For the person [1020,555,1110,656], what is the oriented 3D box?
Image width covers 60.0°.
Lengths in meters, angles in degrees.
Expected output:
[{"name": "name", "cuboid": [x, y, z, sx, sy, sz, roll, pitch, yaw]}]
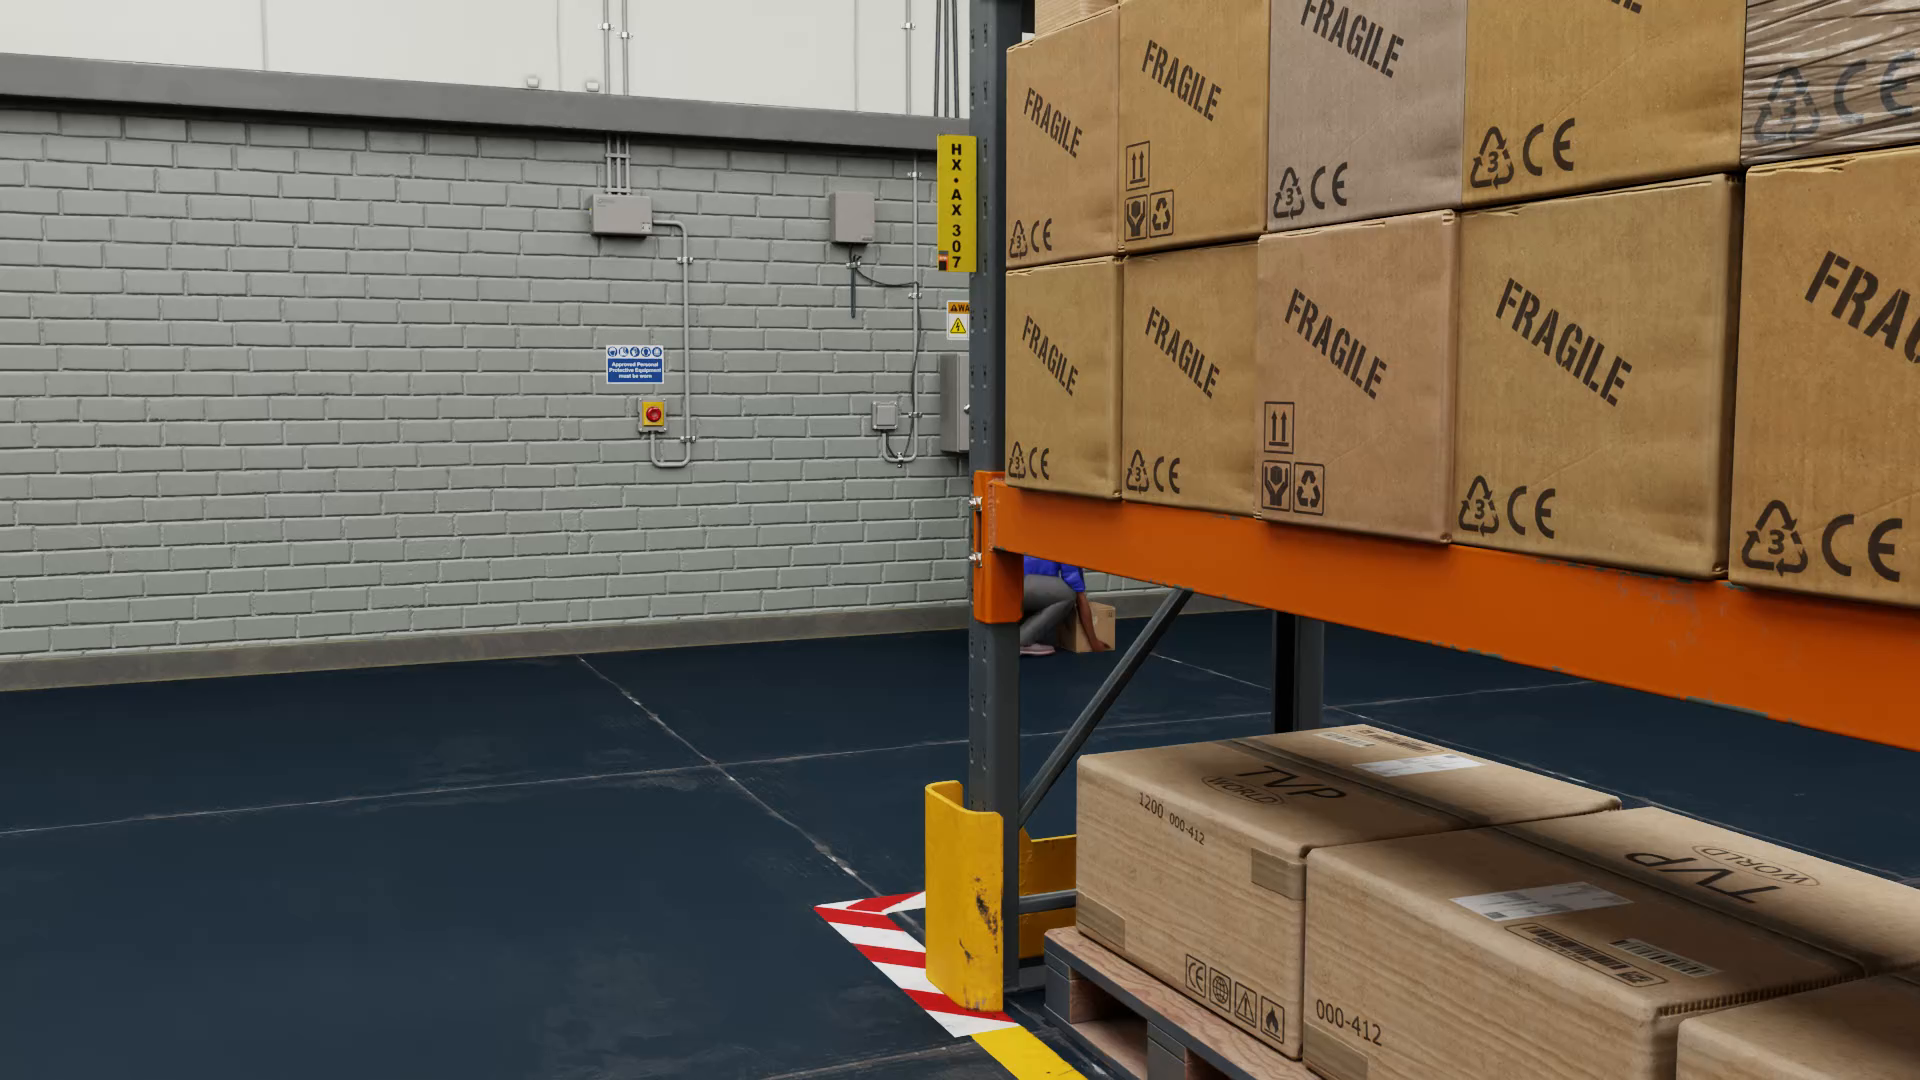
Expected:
[{"name": "person", "cuboid": [0.446, 0.302, 9.492, 0.819, 0.817, 0.453, -3, 6, -25]}]
